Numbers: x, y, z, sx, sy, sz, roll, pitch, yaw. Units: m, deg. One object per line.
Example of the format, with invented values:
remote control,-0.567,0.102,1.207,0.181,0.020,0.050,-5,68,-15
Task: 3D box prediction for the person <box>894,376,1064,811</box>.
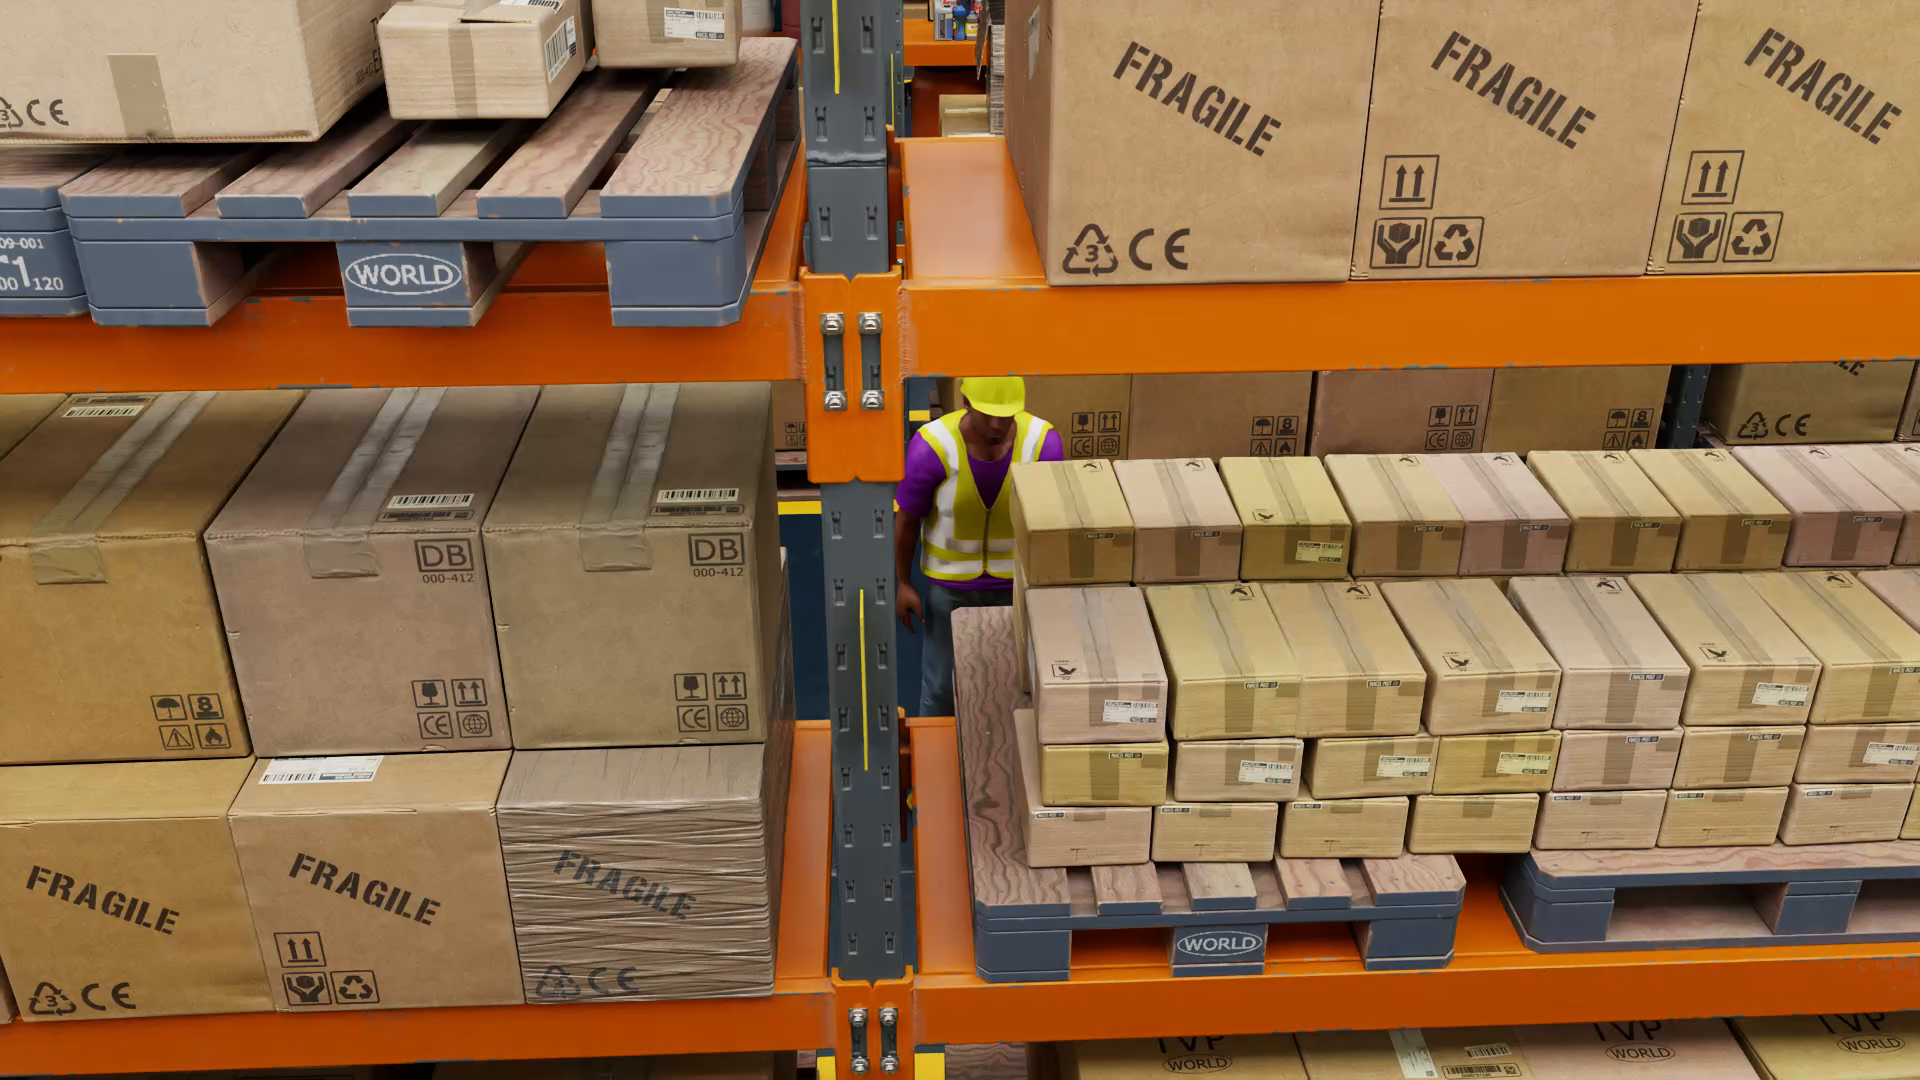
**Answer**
person,0.081,0.150,5.811,0.622,1.759,0.462,-2,27,-5
